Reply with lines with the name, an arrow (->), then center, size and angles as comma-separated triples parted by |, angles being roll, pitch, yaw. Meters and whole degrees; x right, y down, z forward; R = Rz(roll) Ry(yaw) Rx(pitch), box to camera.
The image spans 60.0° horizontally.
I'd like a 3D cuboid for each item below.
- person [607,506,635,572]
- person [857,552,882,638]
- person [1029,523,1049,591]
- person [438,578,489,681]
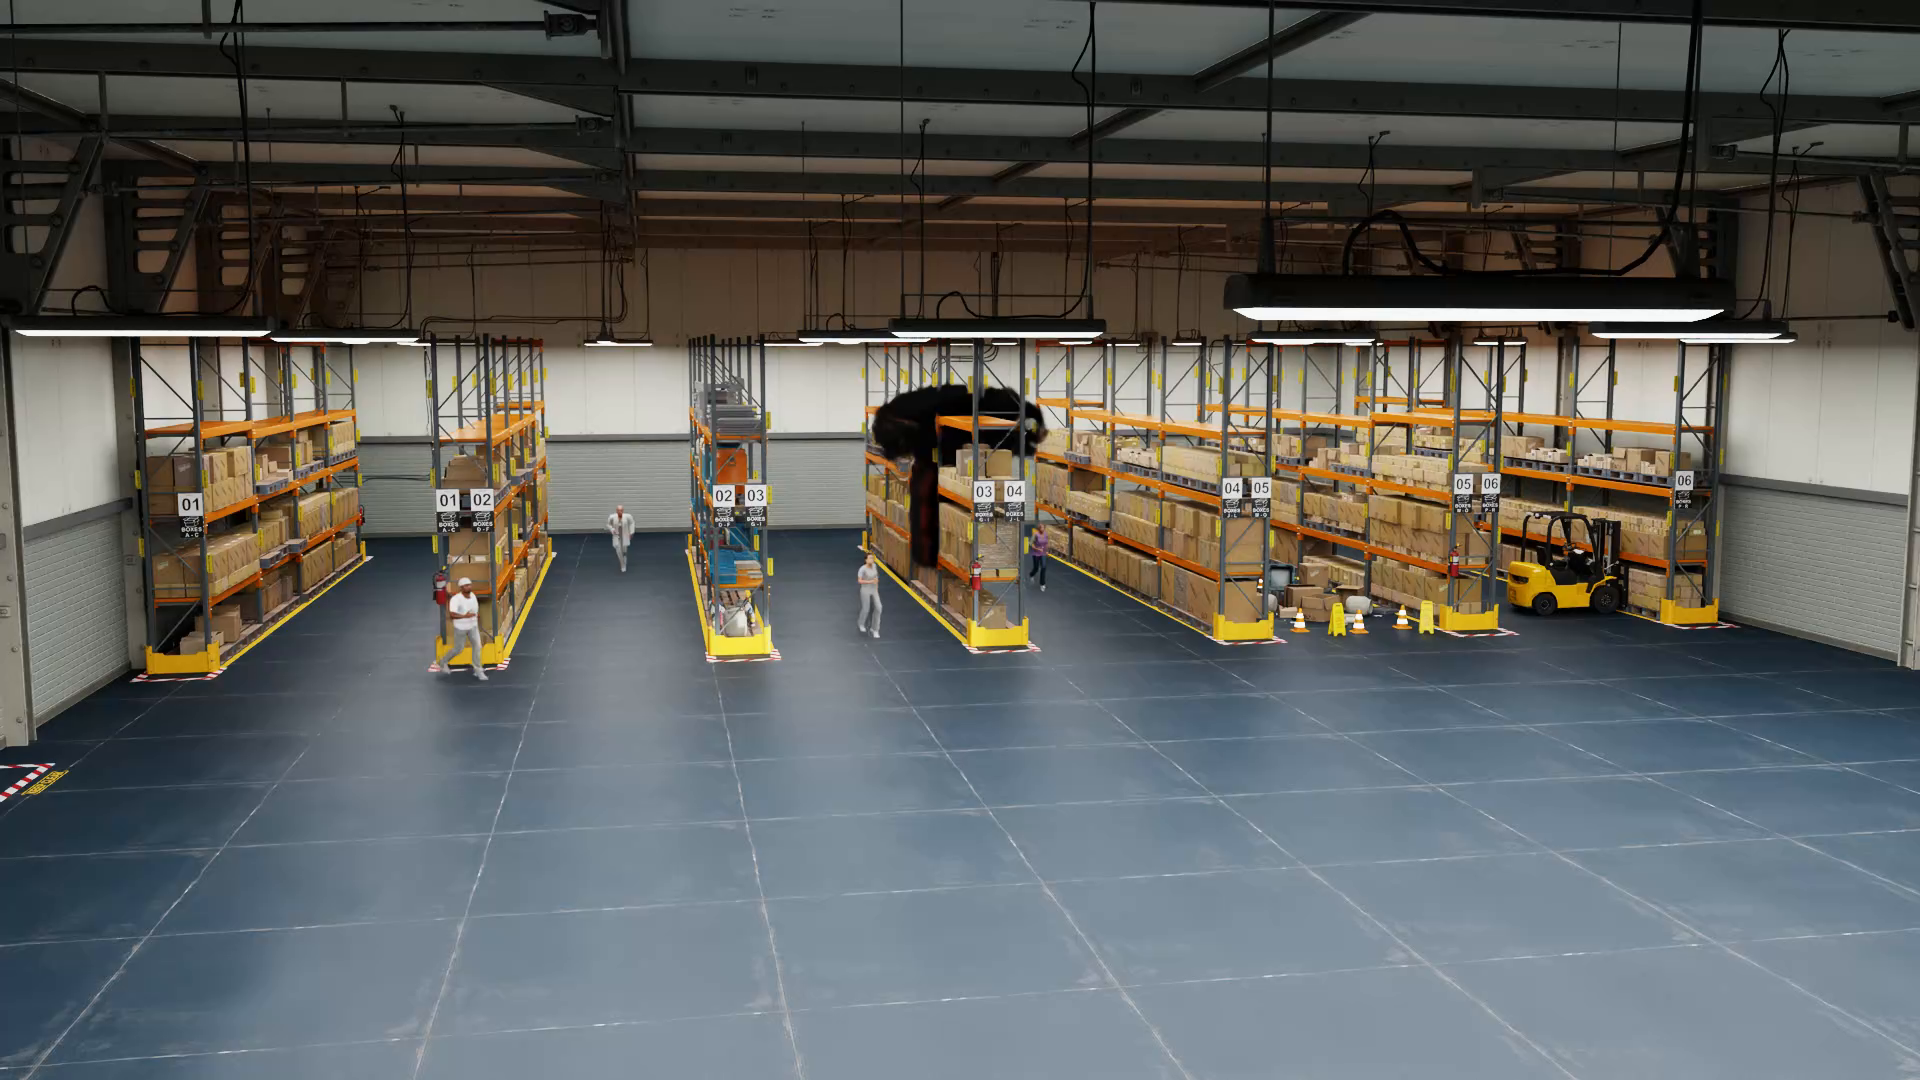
person -> -8.794, -0.047, 43.168 | 0.703, 1.713, 0.797 | -1, 7, -5
person -> -1.849, 1.102, 33.324 | 0.588, 1.743, 0.809 | -5, 8, -36
person -> 1.886, 0.379, 39.804 | 0.552, 1.592, 0.921 | -3, 7, -22
person -> -8.628, 1.533, 28.926 | 0.985, 1.788, 0.711 | 4, 8, 32
